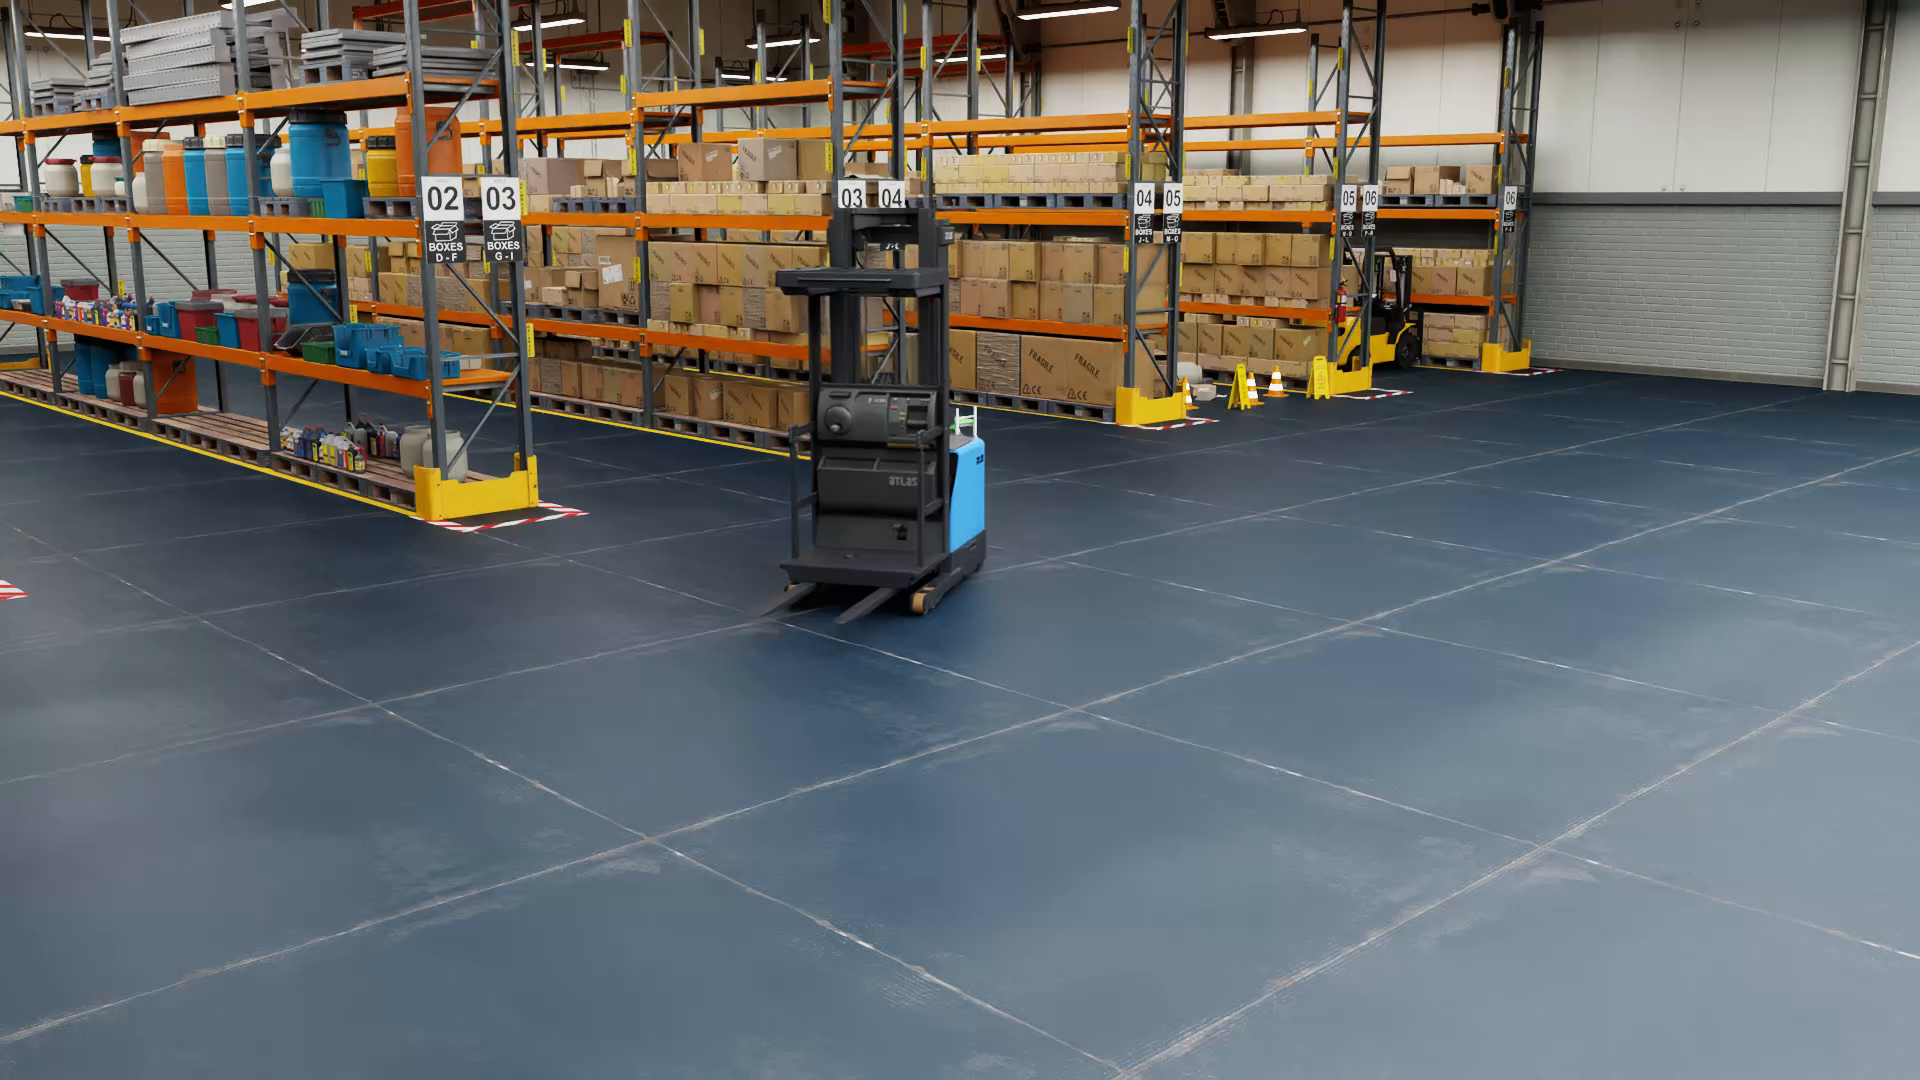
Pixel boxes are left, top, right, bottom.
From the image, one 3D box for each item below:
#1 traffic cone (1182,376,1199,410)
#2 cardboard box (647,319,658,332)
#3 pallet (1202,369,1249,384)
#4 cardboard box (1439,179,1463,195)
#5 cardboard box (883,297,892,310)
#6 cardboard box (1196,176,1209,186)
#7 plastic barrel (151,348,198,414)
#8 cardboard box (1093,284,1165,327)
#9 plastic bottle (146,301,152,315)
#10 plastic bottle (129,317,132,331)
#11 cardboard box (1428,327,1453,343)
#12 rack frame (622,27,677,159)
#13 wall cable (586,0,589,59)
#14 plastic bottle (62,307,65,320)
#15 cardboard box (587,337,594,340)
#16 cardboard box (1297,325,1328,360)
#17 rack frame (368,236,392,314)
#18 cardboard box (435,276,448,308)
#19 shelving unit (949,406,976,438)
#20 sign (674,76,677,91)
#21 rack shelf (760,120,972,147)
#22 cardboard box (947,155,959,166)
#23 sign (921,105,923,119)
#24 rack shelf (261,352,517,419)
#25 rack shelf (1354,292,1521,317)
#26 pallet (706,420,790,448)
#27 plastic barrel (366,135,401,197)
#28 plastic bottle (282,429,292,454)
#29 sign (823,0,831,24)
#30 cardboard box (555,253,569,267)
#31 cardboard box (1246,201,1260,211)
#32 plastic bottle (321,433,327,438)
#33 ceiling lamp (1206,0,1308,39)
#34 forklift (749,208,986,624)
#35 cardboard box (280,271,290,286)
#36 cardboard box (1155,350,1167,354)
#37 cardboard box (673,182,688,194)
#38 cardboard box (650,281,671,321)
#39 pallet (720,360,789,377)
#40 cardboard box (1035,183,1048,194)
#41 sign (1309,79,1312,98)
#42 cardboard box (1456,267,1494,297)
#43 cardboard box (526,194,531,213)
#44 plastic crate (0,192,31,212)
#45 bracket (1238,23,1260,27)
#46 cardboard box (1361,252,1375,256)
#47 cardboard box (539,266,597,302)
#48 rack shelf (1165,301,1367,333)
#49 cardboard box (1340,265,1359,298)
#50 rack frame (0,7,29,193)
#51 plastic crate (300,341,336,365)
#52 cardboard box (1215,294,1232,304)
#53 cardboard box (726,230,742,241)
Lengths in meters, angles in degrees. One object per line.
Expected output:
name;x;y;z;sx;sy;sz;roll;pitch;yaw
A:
traffic cone;3.273;-2.148;24.190;0.336;0.463;0.334;-11;16;-43
cardboard box;-3.876;-2.826;21.817;0.380;0.149;0.250;-11;16;-43
pallet;4.697;-2.766;27.816;1.003;0.211;1.213;-11;16;-43
cardboard box;8.744;-6.285;29.597;0.396;0.266;0.258;-11;16;-42
cardboard box;-1.052;-3.860;25.967;0.500;0.500;0.500;-11;16;-43
cardboard box;4.089;-5.904;27.345;0.250;0.149;0.380;11;16;43
plastic barrel;-10.501;-2.128;22.143;0.600;0.830;0.708;-11;16;-43
cardboard box;2.324;-3.236;22.814;0.875;0.550;0.550;-11;16;-43
plastic bottle;-11.298;-3.185;23.061;0.144;0.351;0.185;-11;16;-43
plastic bottle;-10.805;-2.838;21.743;0.097;0.201;0.097;0;12;0
cardboard box;8.810;-3.718;30.057;0.500;0.250;0.500;-11;16;-43
rack frame;-5.674;-7.805;30.492;1.000;3.000;0.127;-11;16;-43
wall cable;-9.814;-12.969;39.208;2.355;3.000;0.029;-11;16;-43
plastic bottle;-12.784;-3.256;23.772;0.097;0.201;0.097;0;12;0
cardboard box;-7.038;-3.884;32.354;0.380;0.149;0.250;-11;16;-41
cardboard box;5.749;-3.205;26.951;0.500;0.500;0.500;11;16;43
rack frame;-9.331;-4.190;27.815;1.000;3.000;0.127;-11;16;-43
cardboard box;-8.141;-3.916;26.237;0.500;0.500;0.500;-10;16;-41
shelving unit;-0.114;-0.612;14.908;0.258;1.200;0.503;-11;16;-43
sign;-5.277;-8.418;30.762;0.100;0.325;0.005;-11;16;-43
rack shelf;-1.531;-6.381;26.355;1.077;0.370;4.000;-11;16;-43
cardboard box;0.033;-5.552;24.353;0.380;0.149;0.250;-11;16;-43
sign;-0.923;-10.395;40.356;0.100;0.325;0.005;-11;16;-43
rack shelf;-6.008;-1.688;17.453;1.077;0.370;4.000;-11;16;-43
rack shelf;8.330;-4.451;30.866;1.077;0.370;4.000;-11;16;-43
pallet;-2.470;-1.385;21.113;1.003;0.211;1.213;-11;16;-43
plastic barrel;-5.506;-3.664;16.322;0.600;0.588;0.600;0;12;0
plastic bottle;-7.486;-1.104;18.506;0.097;0.271;0.097;0;12;0
sign;-1.460;-5.838;18.237;0.100;0.325;0.005;-11;16;-43
cardboard box;-7.609;-5.393;32.669;0.500;0.500;0.500;-11;16;-42
cardboard box;4.810;-5.369;26.729;0.250;0.149;0.380;11;16;44
plastic bottle;-6.944;-1.031;18.155;0.097;0.271;0.097;0;12;0
ceiling lamp;5.454;-10.566;29.432;0.800;3.185;2.000;-11;16;-43
forklift;-0.686;-0.972;12.366;1.130;2.935;3.031;3;12;16
cardboard box;-11.957;-4.738;30.111;0.500;0.250;0.500;11;16;44
cardboard box;3.573;-3.139;28.485;0.500;0.250;0.500;11;16;43
cardboard box;-3.399;-4.451;21.031;0.380;0.149;0.250;-11;16;-42
cardboard box;-3.540;-3.143;21.747;0.875;0.500;0.500;-11;16;-43
pallet;-3.450;-3.031;29.100;1.003;0.211;1.213;-11;16;-43
cardboard box;1.261;-4.903;23.174;0.380;0.149;0.250;-11;16;-42
sign;6.564;-8.453;31.127;0.100;0.325;0.005;-11;16;-43
cardboard box;9.181;-4.596;29.538;0.500;0.500;0.500;-11;16;-44
cardboard box;-6.074;-4.823;23.824;0.500;0.250;0.500;-10;16;-41
plastic crate;-14.368;-5.128;25.229;0.437;0.282;0.530;-11;16;-43
bracket;5.768;-10.206;33.227;0.235;0.232;0.430;-11;16;-43
cardboard box;7.685;-5.372;30.962;0.380;0.149;0.250;-11;16;-43
cardboard box;-5.709;-3.720;24.245;0.700;0.500;0.500;-8;14;-34
rack shelf;4.742;-3.759;27.506;1.077;0.370;4.000;-11;16;-43
cardboard box;5.997;-4.122;26.500;0.500;0.500;0.500;-11;16;-43
rack frame;-15.676;-7.022;26.693;1.000;3.000;0.127;-11;16;-43
plastic crate;-6.655;-1.991;17.666;0.450;0.188;0.662;-11;16;-43
cardboard box;4.417;-3.969;27.364;0.380;0.149;0.250;-11;16;-43
cardboard box;-4.801;-6.584;36.707;0.500;0.500;0.500;-11;16;-44
